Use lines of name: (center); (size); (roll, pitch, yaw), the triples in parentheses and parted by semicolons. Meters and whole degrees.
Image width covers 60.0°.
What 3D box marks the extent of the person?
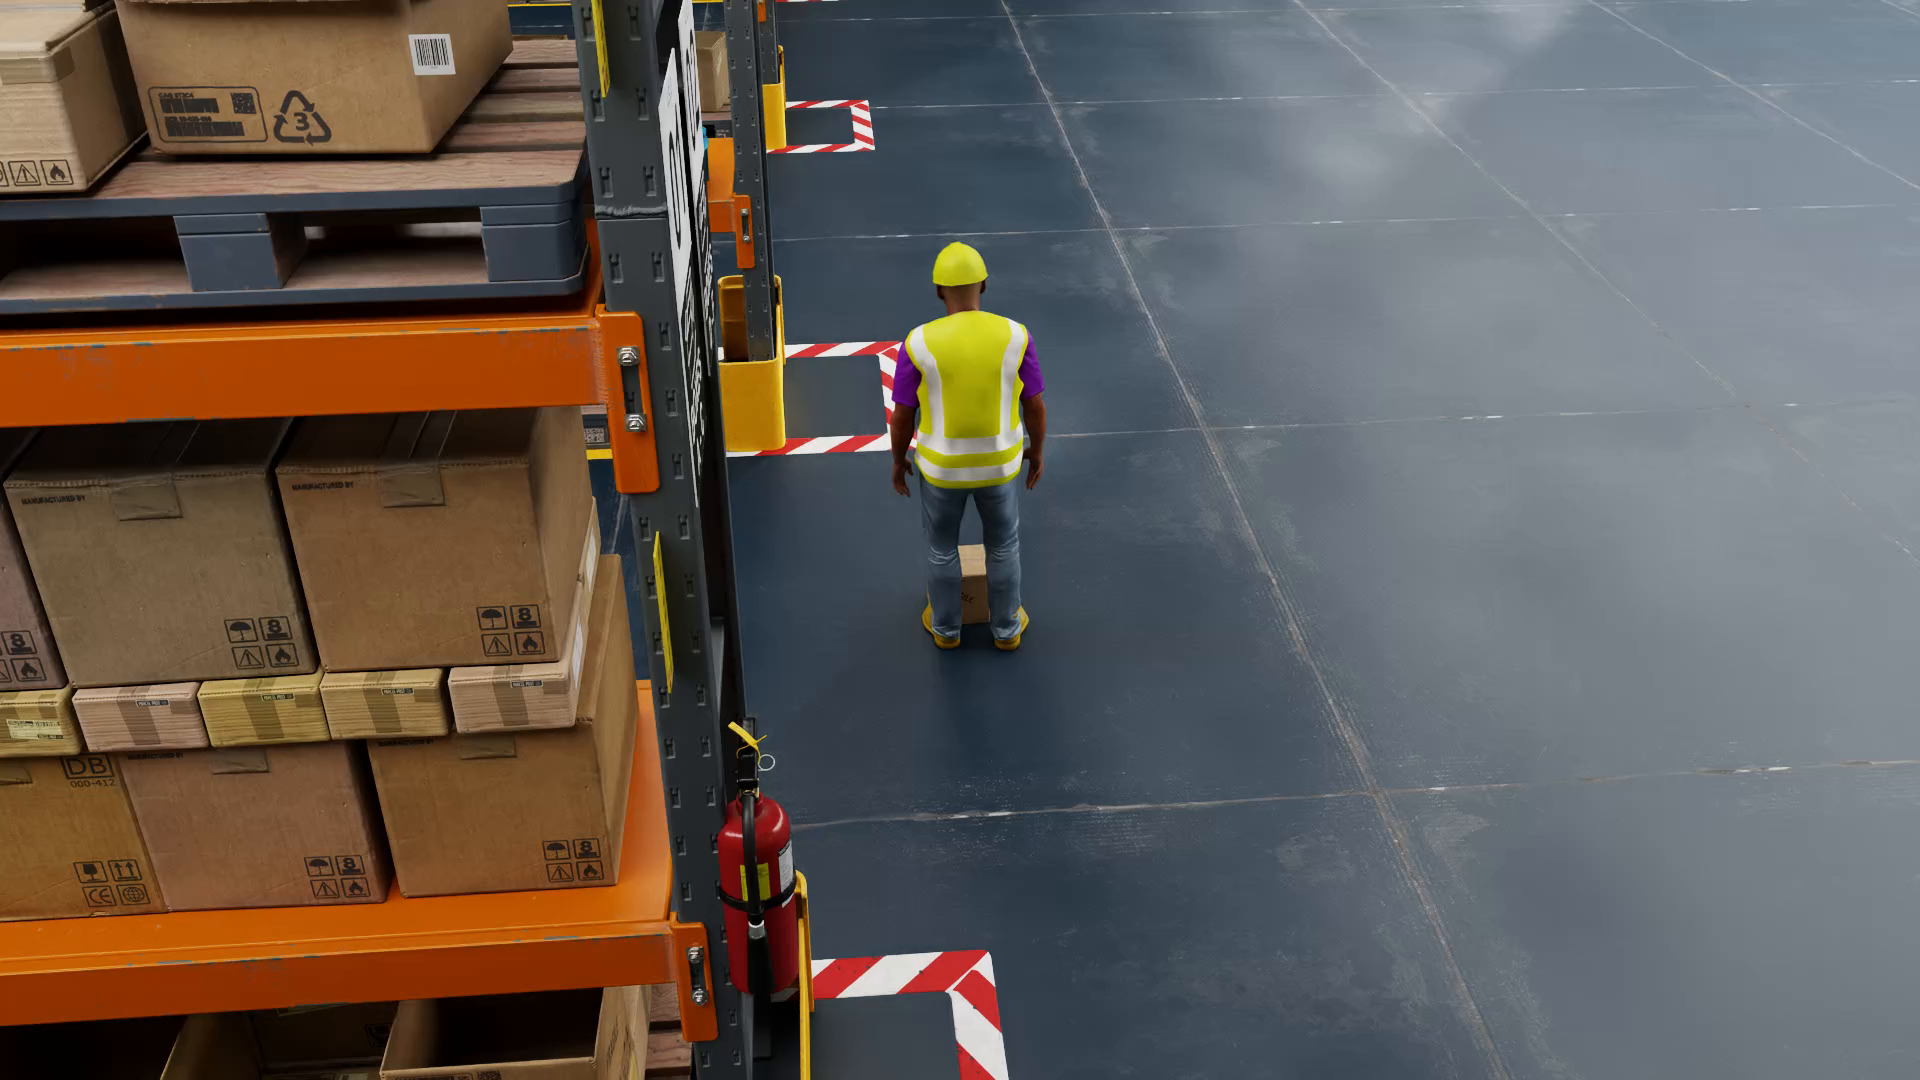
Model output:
person: (0.031, -0.330, 6.670); (0.626, 1.757, 0.458); (-4, 31, -6)
